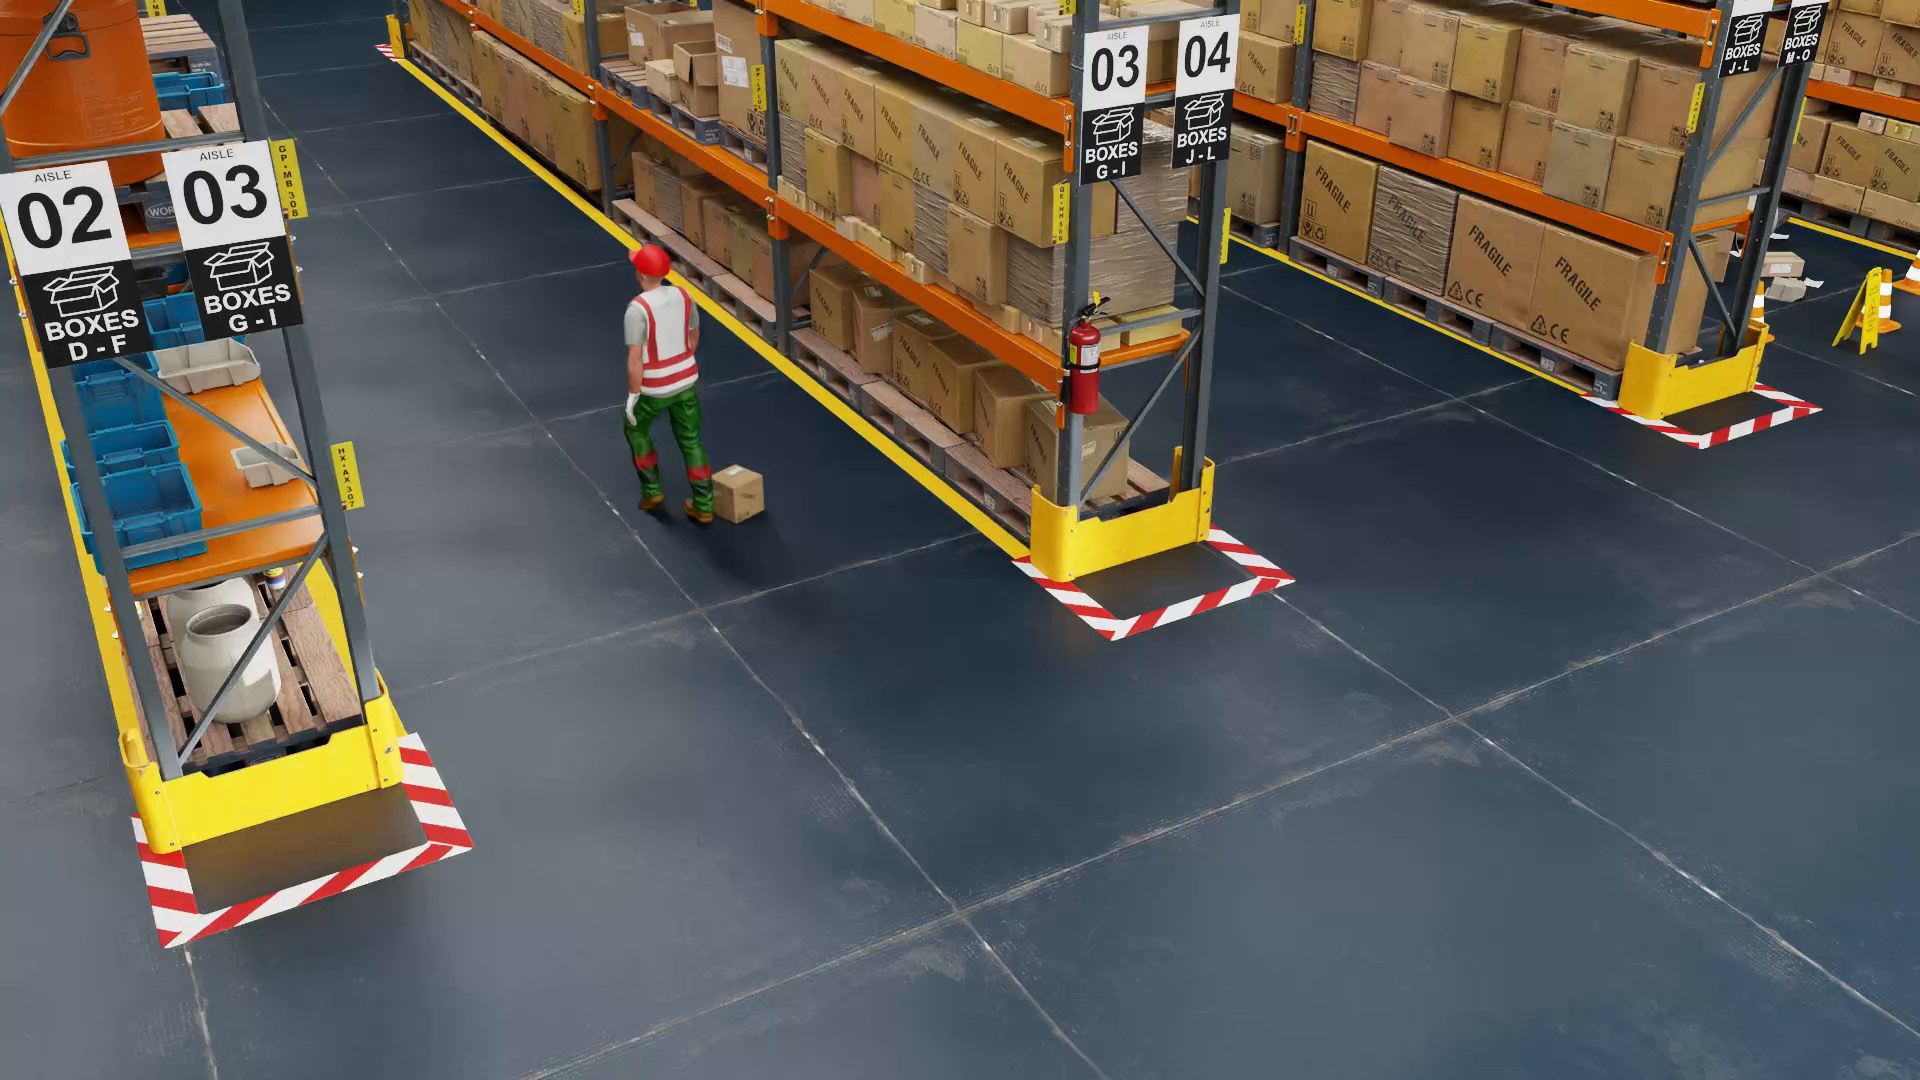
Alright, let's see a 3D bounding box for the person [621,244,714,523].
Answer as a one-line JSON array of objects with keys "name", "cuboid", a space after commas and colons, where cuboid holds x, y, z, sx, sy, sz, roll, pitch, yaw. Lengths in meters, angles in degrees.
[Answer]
[{"name": "person", "cuboid": [-1.842, -0.925, 10.264, 0.652, 1.833, 0.601, -24, 37, -36]}]
